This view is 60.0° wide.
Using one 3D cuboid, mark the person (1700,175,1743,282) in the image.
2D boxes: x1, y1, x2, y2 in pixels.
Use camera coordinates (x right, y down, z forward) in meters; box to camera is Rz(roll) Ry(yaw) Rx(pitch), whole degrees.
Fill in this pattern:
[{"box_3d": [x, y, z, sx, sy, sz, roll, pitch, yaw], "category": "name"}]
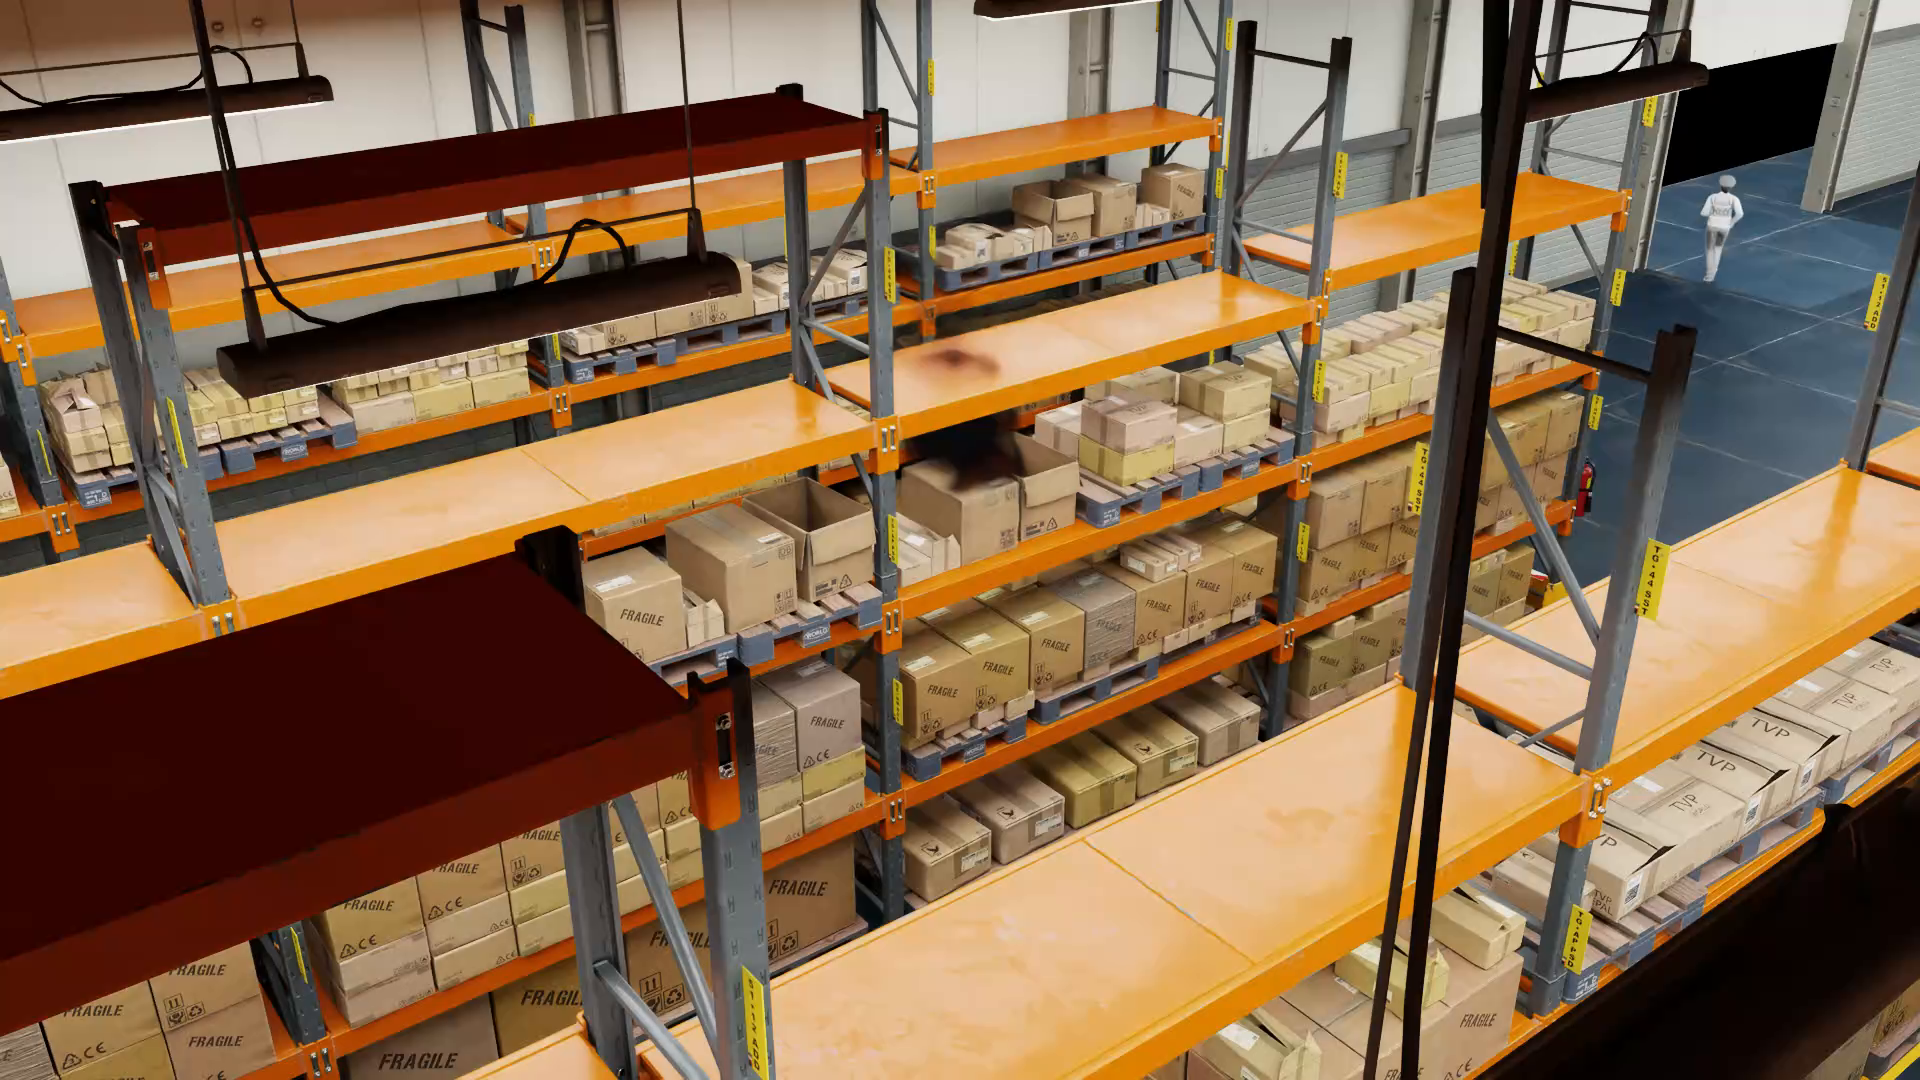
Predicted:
[{"box_3d": [11.915, -4.861, 26.162, 0.586, 1.756, 0.652, 7, 27, 14], "category": "person"}]
